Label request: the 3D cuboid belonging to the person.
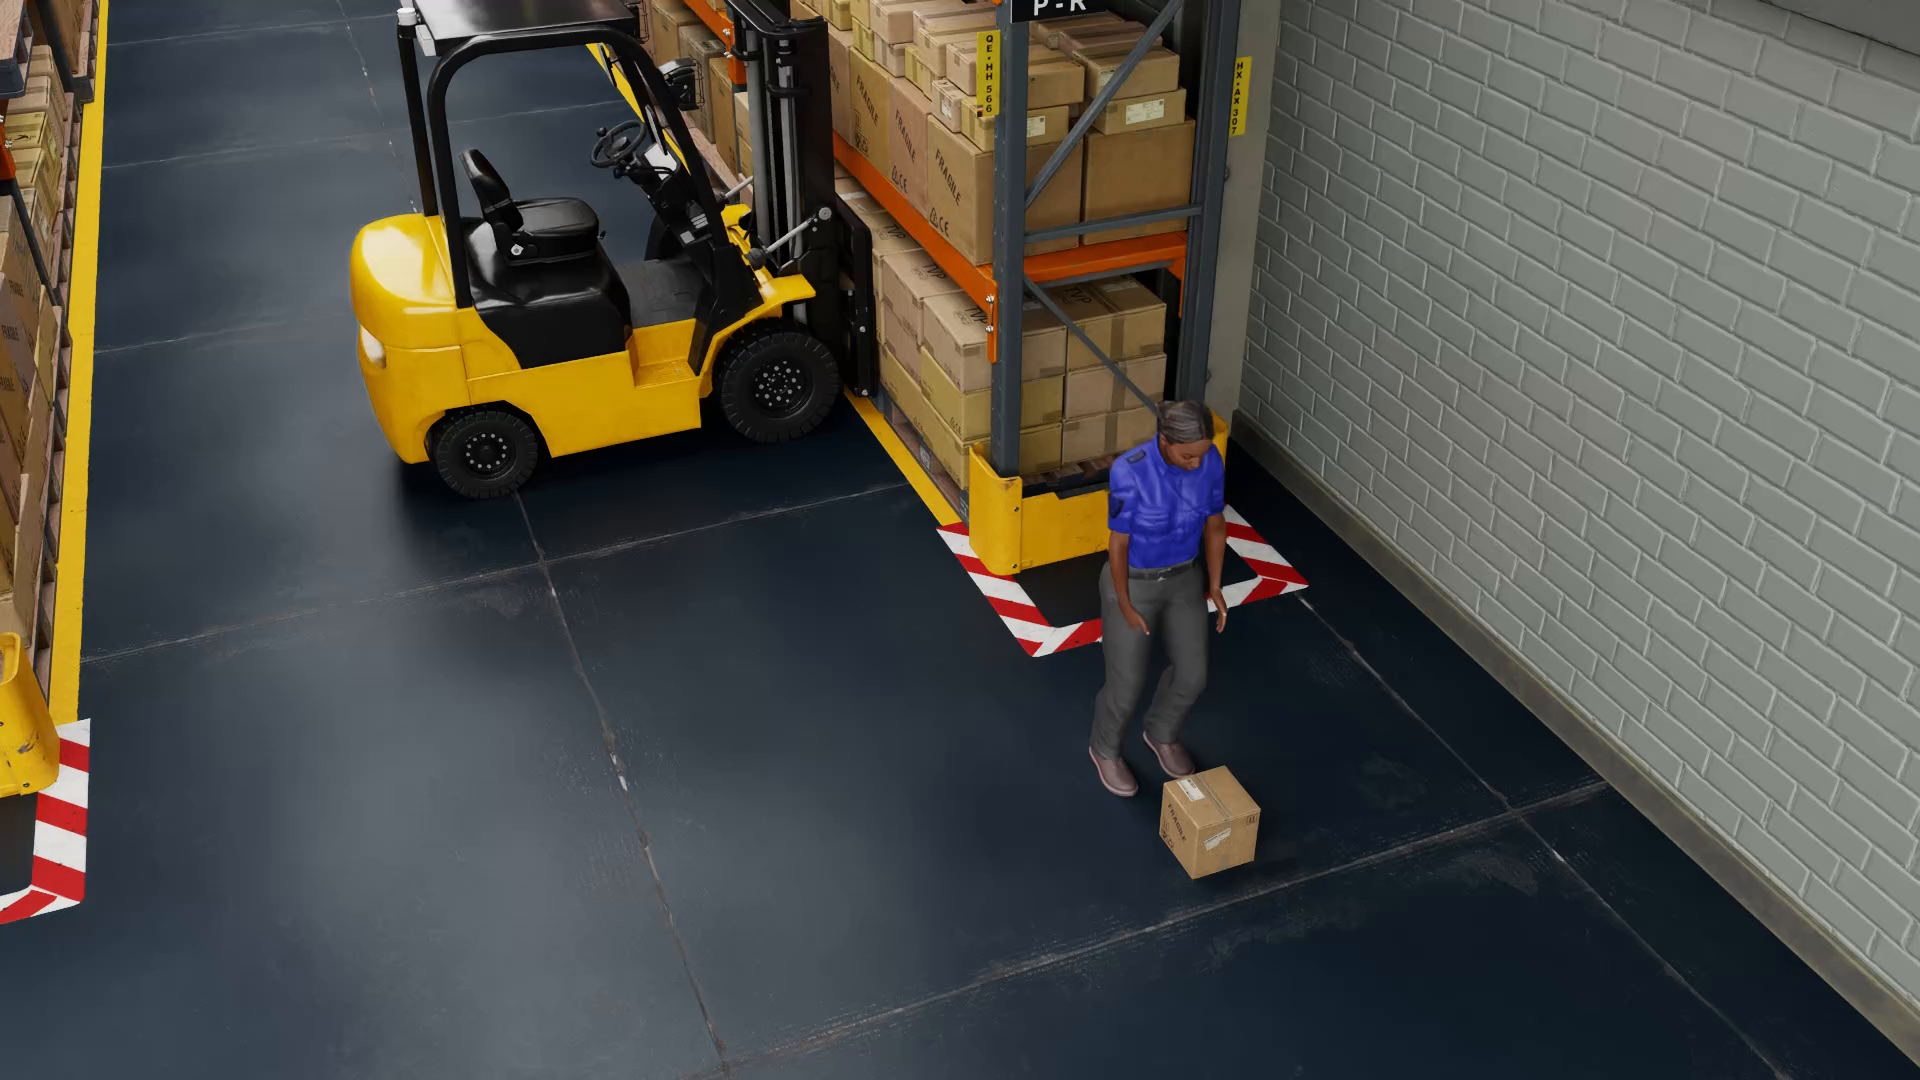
[{"bbox_3d":[0.721,0.186,5.915,0.453,1.618,0.367,-12,36,-18],"label":"person"}]
